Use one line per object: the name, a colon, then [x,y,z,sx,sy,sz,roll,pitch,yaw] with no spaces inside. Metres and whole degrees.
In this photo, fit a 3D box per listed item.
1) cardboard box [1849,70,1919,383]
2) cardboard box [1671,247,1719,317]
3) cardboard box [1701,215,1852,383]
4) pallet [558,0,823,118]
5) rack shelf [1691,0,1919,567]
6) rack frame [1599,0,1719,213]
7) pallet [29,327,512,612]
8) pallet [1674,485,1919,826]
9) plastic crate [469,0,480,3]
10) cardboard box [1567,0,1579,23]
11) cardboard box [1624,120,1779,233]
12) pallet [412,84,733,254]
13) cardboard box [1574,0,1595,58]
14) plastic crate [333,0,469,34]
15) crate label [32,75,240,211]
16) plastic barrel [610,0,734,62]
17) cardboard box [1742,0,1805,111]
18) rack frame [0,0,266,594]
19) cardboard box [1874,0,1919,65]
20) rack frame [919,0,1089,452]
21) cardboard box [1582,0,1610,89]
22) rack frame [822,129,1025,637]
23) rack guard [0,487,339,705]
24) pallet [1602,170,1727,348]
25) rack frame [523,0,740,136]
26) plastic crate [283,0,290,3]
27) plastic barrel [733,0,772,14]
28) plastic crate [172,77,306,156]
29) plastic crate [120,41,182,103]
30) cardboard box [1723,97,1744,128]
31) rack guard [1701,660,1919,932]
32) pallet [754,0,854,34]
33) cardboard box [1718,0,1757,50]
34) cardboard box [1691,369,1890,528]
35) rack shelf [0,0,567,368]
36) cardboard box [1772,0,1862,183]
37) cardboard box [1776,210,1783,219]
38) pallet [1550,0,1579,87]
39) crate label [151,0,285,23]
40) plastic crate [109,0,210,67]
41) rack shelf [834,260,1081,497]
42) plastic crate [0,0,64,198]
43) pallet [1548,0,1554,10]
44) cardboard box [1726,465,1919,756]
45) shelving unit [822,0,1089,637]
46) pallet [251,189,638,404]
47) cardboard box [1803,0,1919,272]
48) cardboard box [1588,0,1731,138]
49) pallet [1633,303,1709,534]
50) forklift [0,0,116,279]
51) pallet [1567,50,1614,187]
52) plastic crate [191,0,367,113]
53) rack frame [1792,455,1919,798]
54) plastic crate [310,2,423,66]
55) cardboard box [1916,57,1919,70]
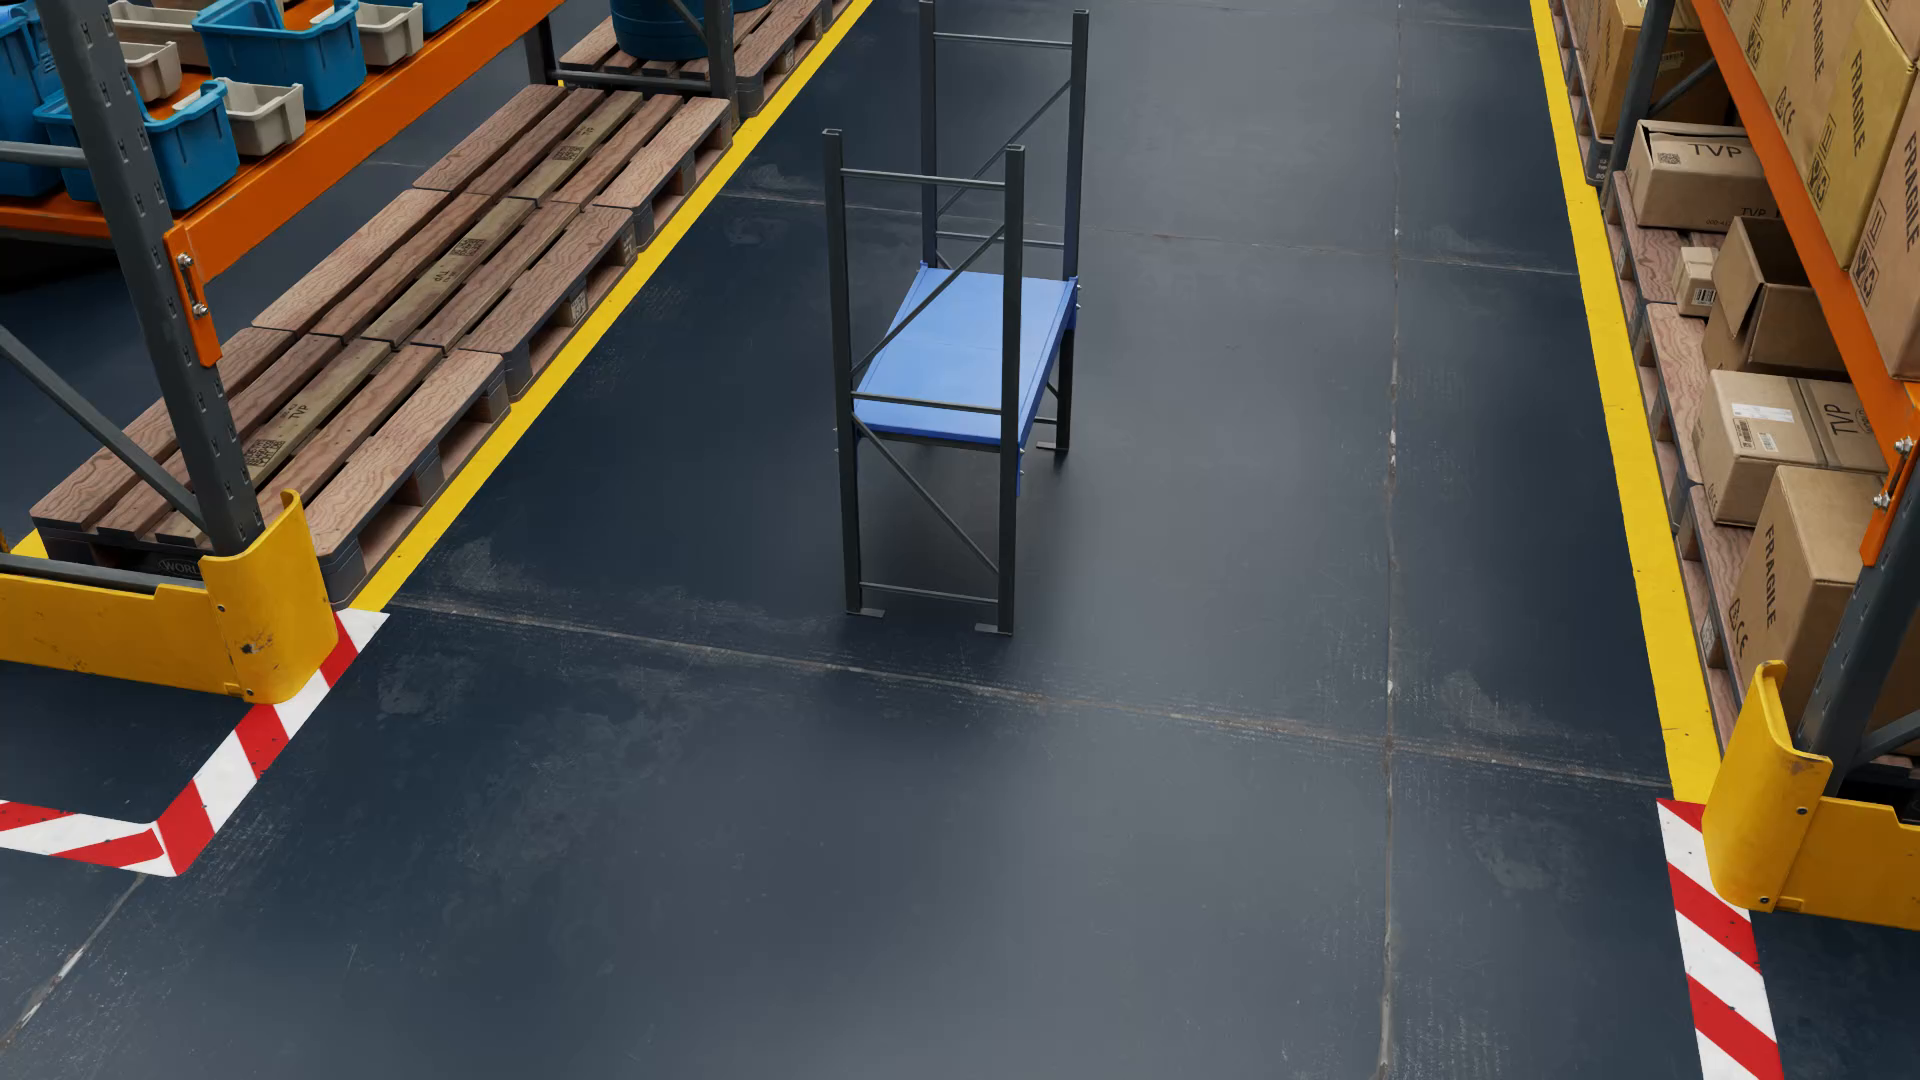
cardboard box: [2.257,-0.644,3.498,0.500,0.500,0.500,8,37,11]
cardboard box: [2.805,-0.926,6.011,0.380,0.166,0.250,7,37,10]
cardboard box: [2.885,-0.696,5.406,0.797,0.503,0.637,7,37,10]
pallet: [-1.351,-2.537,8.571,1.003,0.211,1.213,7,37,10]
rack shelf: [2.854,-1.168,4.919,1.077,0.370,4.000,7,37,10]
rack frame: [3.281,-2.606,6.290,1.000,3.000,0.127,7,37,10]
pallet: [-2.197,-0.275,5.449,1.003,0.211,1.213,7,37,10]
pallet: [2.612,0.316,4.635,1.003,0.211,1.213,7,37,10]
plastic crate: [-1.692,-1.920,5.434,0.416,0.233,0.300,7,37,10]
cardboard box: [3.434,-2.952,8.523,0.500,0.500,0.500,6,36,8]
cardboard box: [2.980,-1.482,6.655,0.500,0.311,0.500,7,37,10]
pallet: [-1.676,-1.674,7.379,1.003,0.211,1.213,7,37,10]
cardboard box: [3.328,-2.661,8.120,0.500,0.500,0.500,8,37,11]
plastic crate: [-1.756,-1.747,5.197,0.416,0.233,0.300,7,37,10]
crate label: [-2.037,-0.993,4.155,0.416,0.233,0.303,7,37,10]
plastic barrel: [-1.424,-2.859,8.069,0.600,0.901,0.708,7,37,10]
cardboard box: [2.584,-1.516,4.701,0.500,0.500,0.500,7,36,9]
rack frame: [-2.411,-0.936,3.985,1.000,3.000,0.127,7,37,10]
cardboard box: [2.360,-1.338,3.602,0.500,0.500,0.500,8,37,11]
rack frame: [0.127,-0.948,5.279,0.500,1.500,0.032,7,37,10]
cardboard box: [3.220,-2.373,7.724,0.500,0.500,0.500,7,37,10]
rack frame: [-0.090,-0.365,4.475,0.500,1.500,0.032,7,37,10]
rack guard: [-2.404,0.092,4.697,1.175,0.500,0.348,7,37,10]
pallet: [3.134,-1.083,6.565,1.003,0.211,1.213,7,37,10]
rack frame: [-1.557,-3.229,7.149,1.000,3.000,0.127,7,37,10]
plastic crate: [-2.257,-1.843,5.410,0.298,0.136,0.250,7,37,10]
plastic barrel: [-1.273,-3.265,8.629,0.600,0.901,0.708,7,37,10]
plastic crate: [-1.888,-1.127,4.423,0.250,0.136,0.298,7,37,10]
plastic crate: [-2.414,-1.344,4.721,0.396,0.136,0.243,7,37,10]
cardboard box: [3.623,-2.019,7.235,0.500,0.500,0.500,6,36,8]
rack guard: [2.443,0.656,3.919,1.175,0.500,0.348,7,37,10]
pallet: [-1.093,-3.239,9.539,1.003,0.211,1.213,7,37,10]
cardboard box: [2.691,-1.808,5.103,0.500,0.500,0.500,7,37,10]
cardboard box: [2.535,-0.261,5.022,0.500,0.250,0.500,7,37,10]
rack shelf: [-1.984,-1.791,5.778,1.077,0.370,4.000,7,37,10]
cardboard box: [2.476,-1.227,4.302,0.500,0.500,0.500,8,37,10]
cardboard box: [3.437,-1.410,6.394,0.500,0.500,0.500,7,37,10]
pallet: [3.676,-2.649,8.726,1.003,0.211,1.213,7,37,10]
crate label: [-2.302,-1.671,5.173,0.396,0.136,0.243,7,37,10]
plastic crate: [-2.338,-1.508,4.948,0.396,0.136,0.243,7,37,10]
rack shelf: [0.018,-0.511,4.983,0.538,0.185,1.000,7,37,10]
plastic crate: [-2.522,-1.190,4.254,0.616,0.435,0.499,7,37,10]
pallet: [3.939,-3.347,9.688,1.003,0.211,1.213,7,37,10]
cardboard box: [2.302,0.179,4.203,0.500,0.500,0.500,7,37,10]
shelving unit: [0.018,-0.656,4.877,0.538,1.500,1.048,7,37,10]
pallet: [-1.935,-0.972,6.411,1.003,0.211,1.213,7,37,10]
cardboard box: [2.364,-0.942,3.909,0.500,0.500,0.500,8,37,10]
cardboard box: [3.107,-2.091,7.334,0.500,0.500,0.500,7,37,10]
pallet: [2.875,-0.382,5.597,1.003,0.211,1.213,7,37,10]
forklift: [-4.484,-2.944,6.814,1.130,2.935,3.031,-19,40,-24]
pallet: [3.418,-1.948,7.758,1.003,0.211,1.213,7,37,10]
plastic crate: [-1.896,-1.370,4.676,0.416,0.233,0.300,7,37,10]
rack frame: [2.427,-0.313,3.126,1.000,3.000,0.127,7,37,10]
plastic crate: [-1.743,-1.516,4.959,0.250,0.136,0.298,7,37,10]
cardboard box: [2.253,-1.048,3.202,0.500,0.500,0.500,7,37,10]
